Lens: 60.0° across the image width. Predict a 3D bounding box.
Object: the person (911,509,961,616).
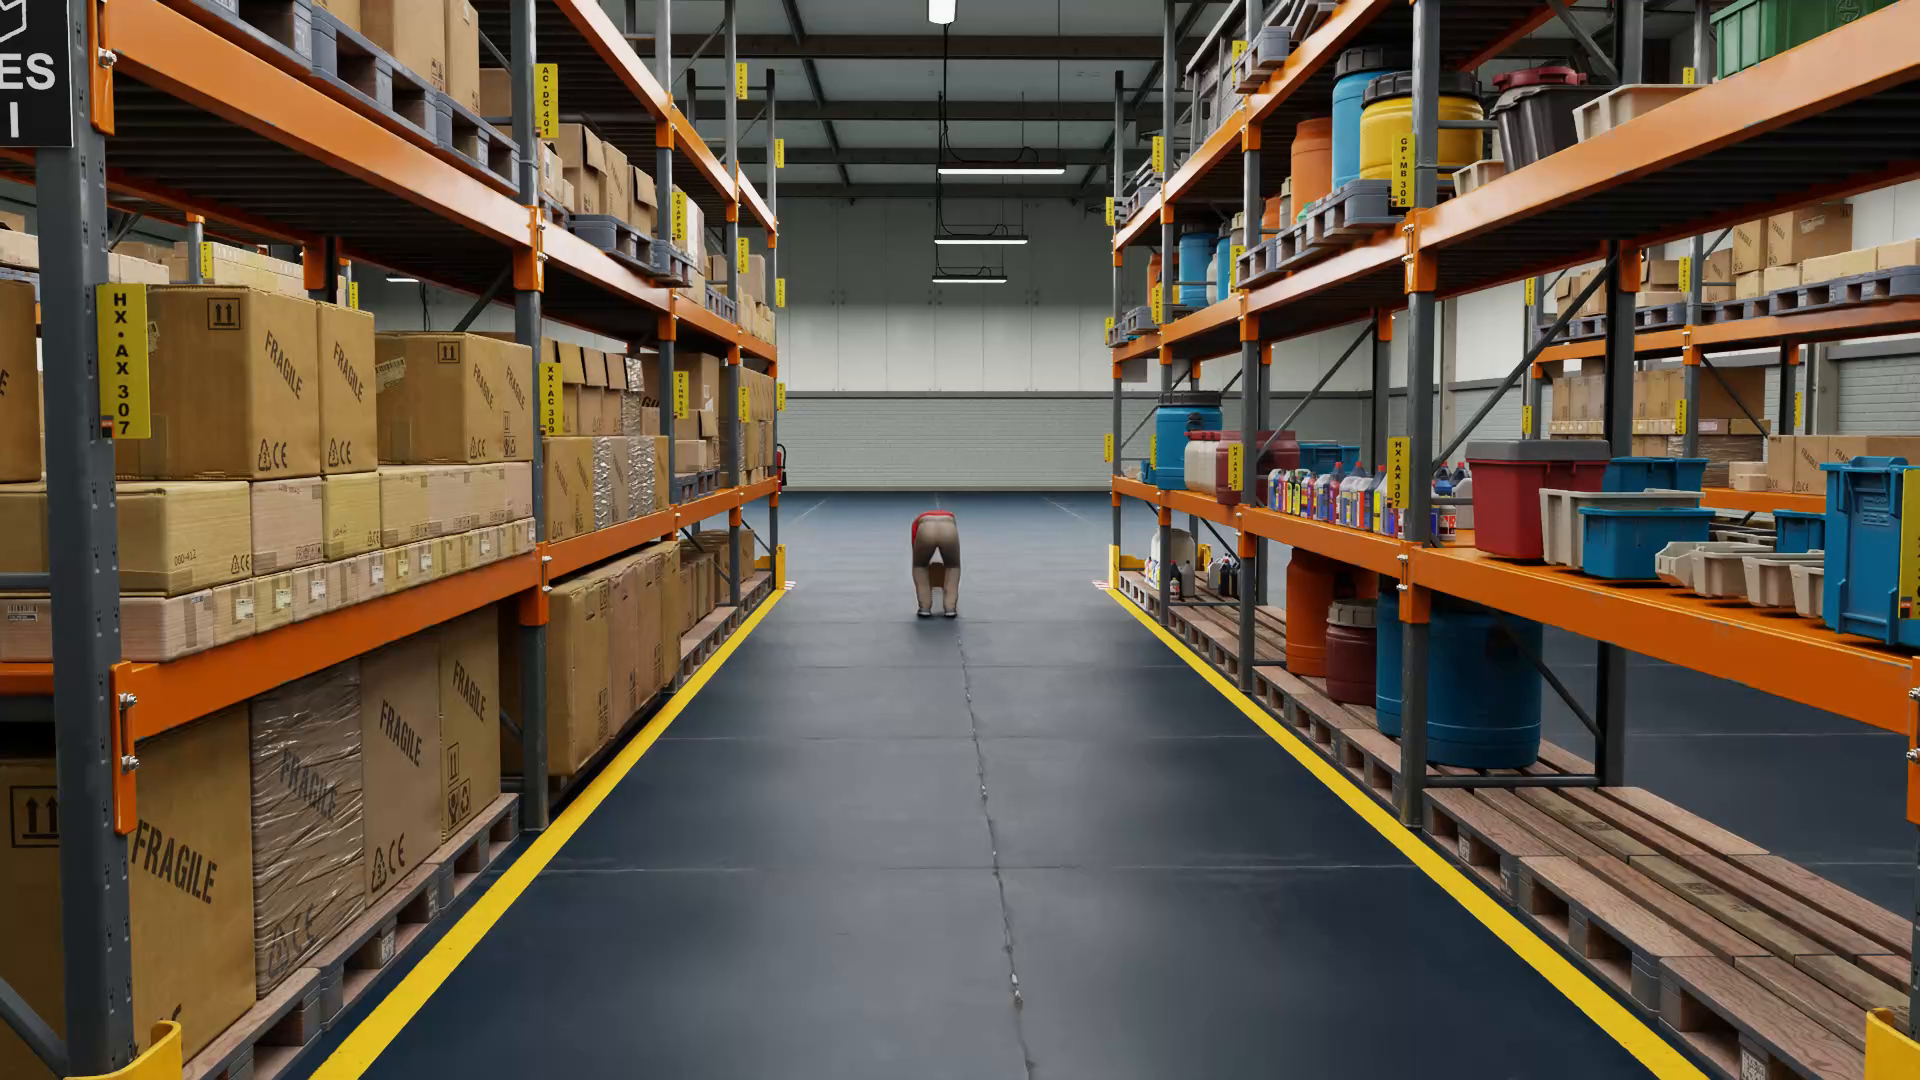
[{"bbox_3d":[-0.241,0.214,16.728,0.489,1.063,0.961,0,4,-4],"label":"person"}]
